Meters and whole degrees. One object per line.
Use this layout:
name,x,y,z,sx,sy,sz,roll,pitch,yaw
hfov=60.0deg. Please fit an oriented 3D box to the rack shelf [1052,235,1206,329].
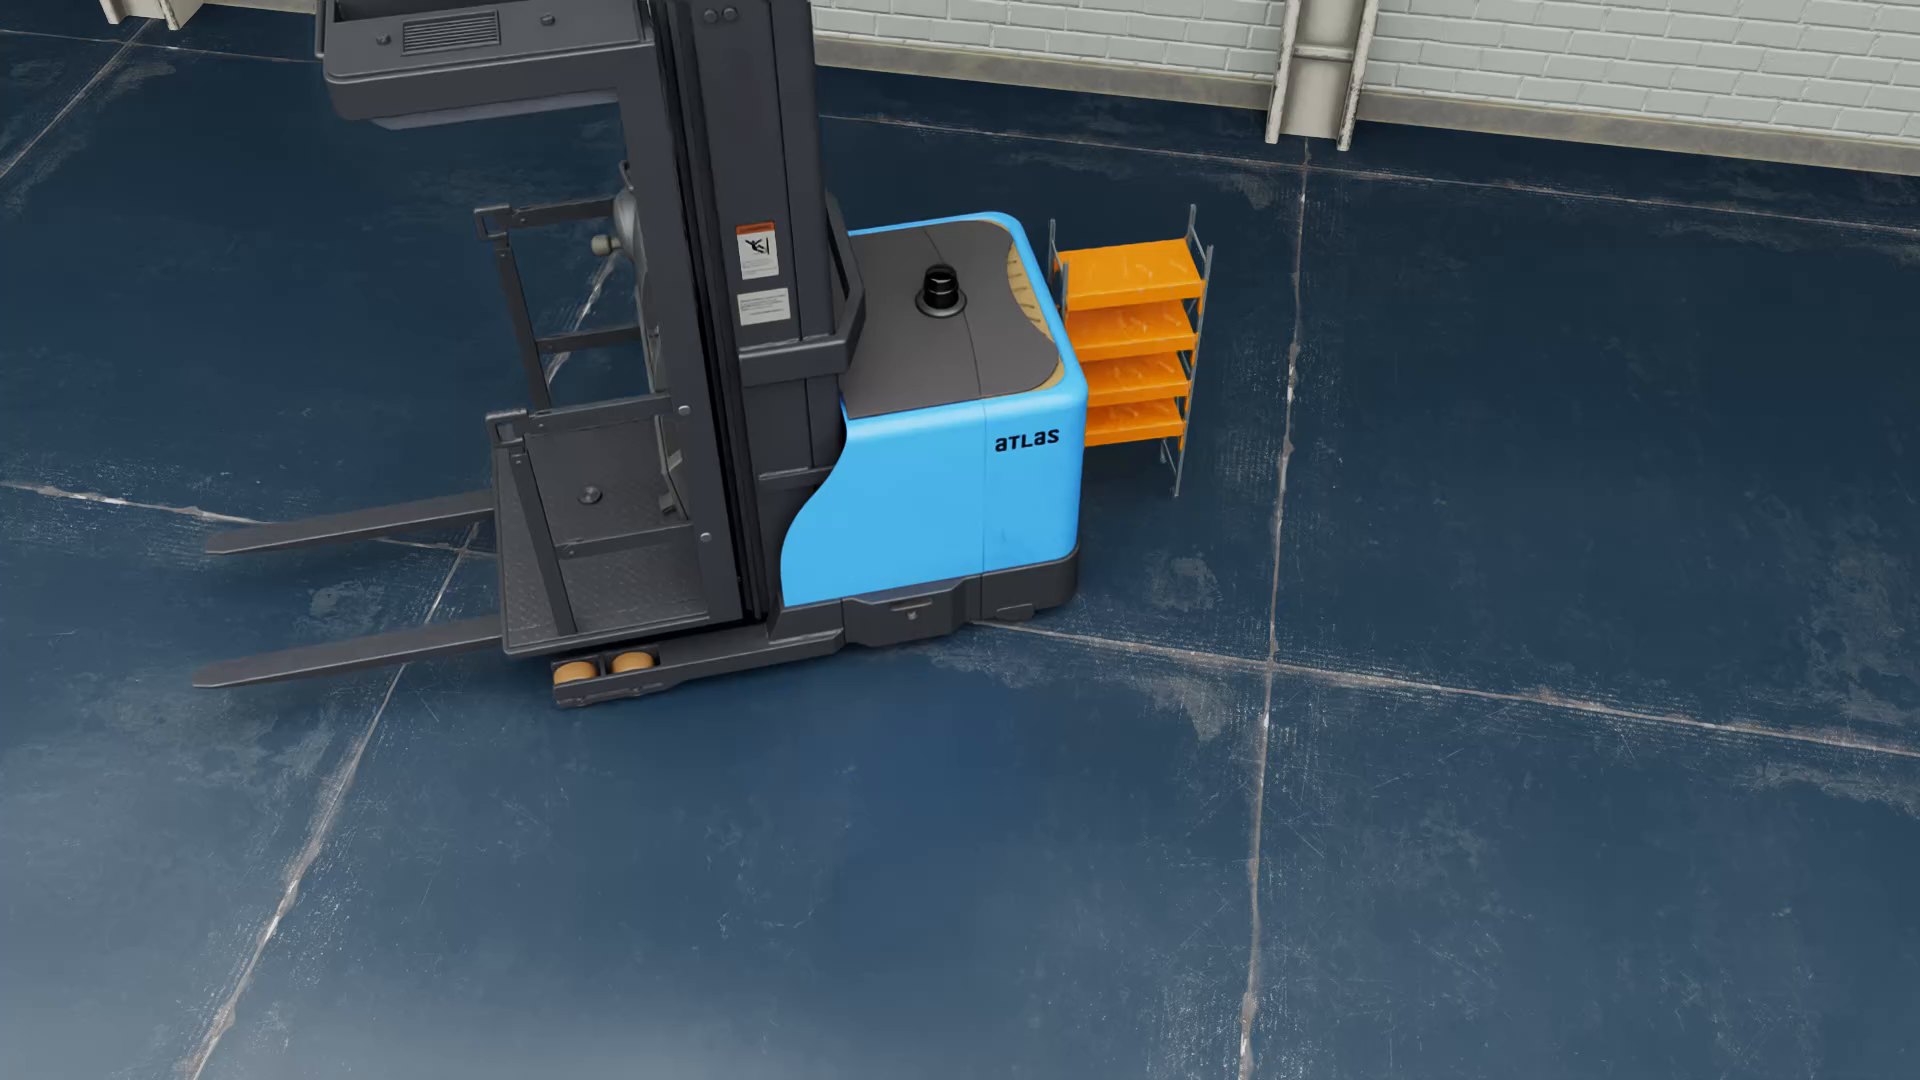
rack shelf,0.572,-0.887,5.712,0.480,0.148,0.258,-7,48,-6

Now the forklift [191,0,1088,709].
forklift,-1.150,-0.840,5.034,3.031,2.935,1.130,-10,49,-9

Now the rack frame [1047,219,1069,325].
rack frame,0.331,-0.594,5.977,0.015,1.200,0.240,-7,48,-6

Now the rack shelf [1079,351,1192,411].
rack shelf,0.572,-0.579,6.054,0.480,0.148,0.258,-7,48,-6

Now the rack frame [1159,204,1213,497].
rack frame,0.812,-0.655,6.032,0.015,1.200,0.240,-7,48,-6

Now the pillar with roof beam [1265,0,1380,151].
pillar with roof beam,0.917,-1.846,1.859,0.400,9.000,9.100,8,49,7

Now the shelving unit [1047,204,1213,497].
shelving unit,0.572,-0.624,6.004,0.503,1.200,0.258,-7,48,-6

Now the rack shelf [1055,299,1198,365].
rack shelf,0.572,-0.729,5.888,0.480,0.148,0.258,-7,48,-6

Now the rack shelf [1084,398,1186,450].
rack shelf,0.572,-0.447,6.202,0.480,0.148,0.258,-7,48,-6
